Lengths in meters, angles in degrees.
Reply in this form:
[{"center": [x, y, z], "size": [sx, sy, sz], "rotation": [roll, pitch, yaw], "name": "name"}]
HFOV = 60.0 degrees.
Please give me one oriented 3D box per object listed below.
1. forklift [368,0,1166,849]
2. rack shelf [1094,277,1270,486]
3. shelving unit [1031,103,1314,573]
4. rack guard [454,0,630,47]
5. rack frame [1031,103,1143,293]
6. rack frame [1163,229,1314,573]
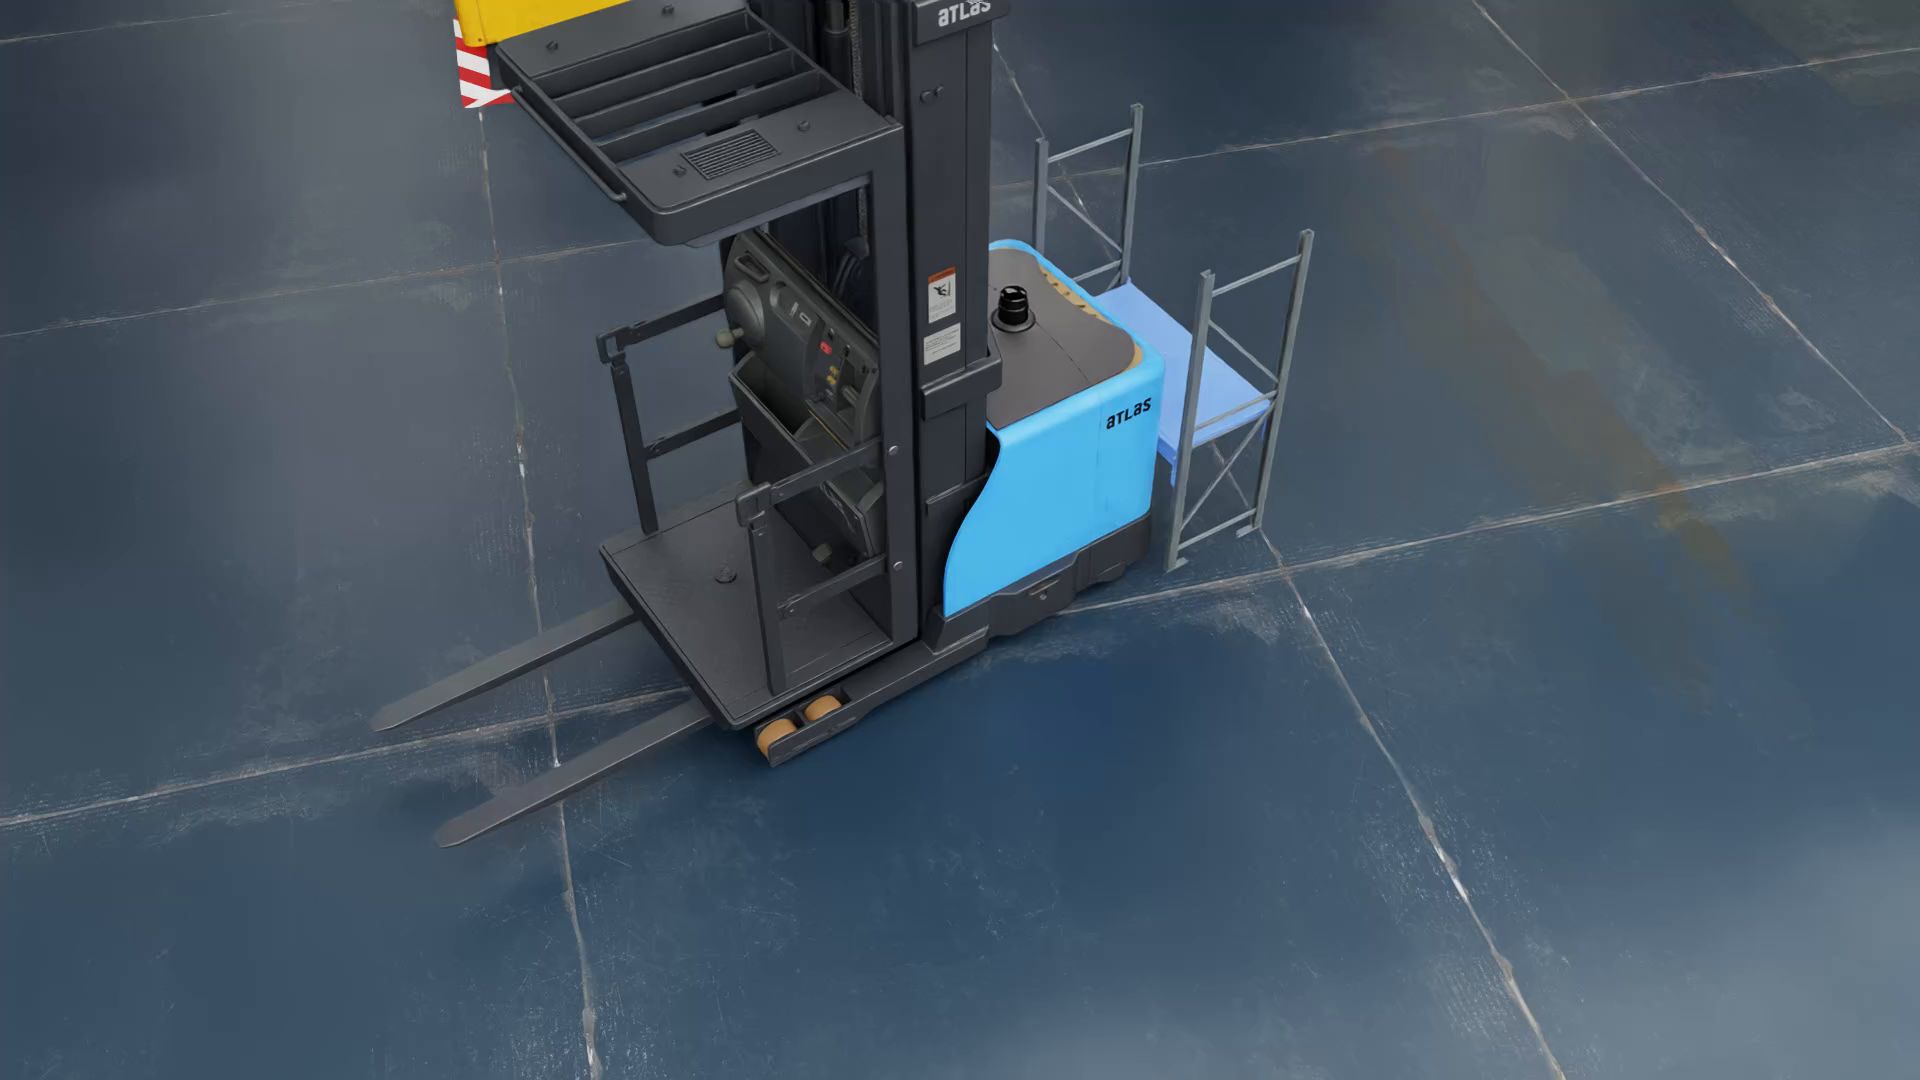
[{"center": [-0.718, -0.631, 5.567], "size": [3.031, 2.935, 1.130], "rotation": [-26, 51, -23], "name": "forklift"}, {"center": [0.783, -0.674, 6.863], "size": [0.538, 0.185, 1.000], "rotation": [-25, 50, -22], "name": "rack shelf"}, {"center": [0.783, -0.800, 6.734], "size": [0.538, 1.500, 1.048], "rotation": [-25, 50, -22], "name": "shelving unit"}, {"center": [-2.417, -3.317, 9.901], "size": [1.175, 0.500, 0.348], "rotation": [-11, 47, -10], "name": "rack guard"}, {"center": [0.509, -1.105, 7.034], "size": [0.500, 1.500, 0.032], "rotation": [-25, 50, -22], "name": "rack frame"}, {"center": [1.058, -0.494, 6.435], "size": [0.500, 1.500, 0.032], "rotation": [-25, 50, -22], "name": "rack frame"}]
